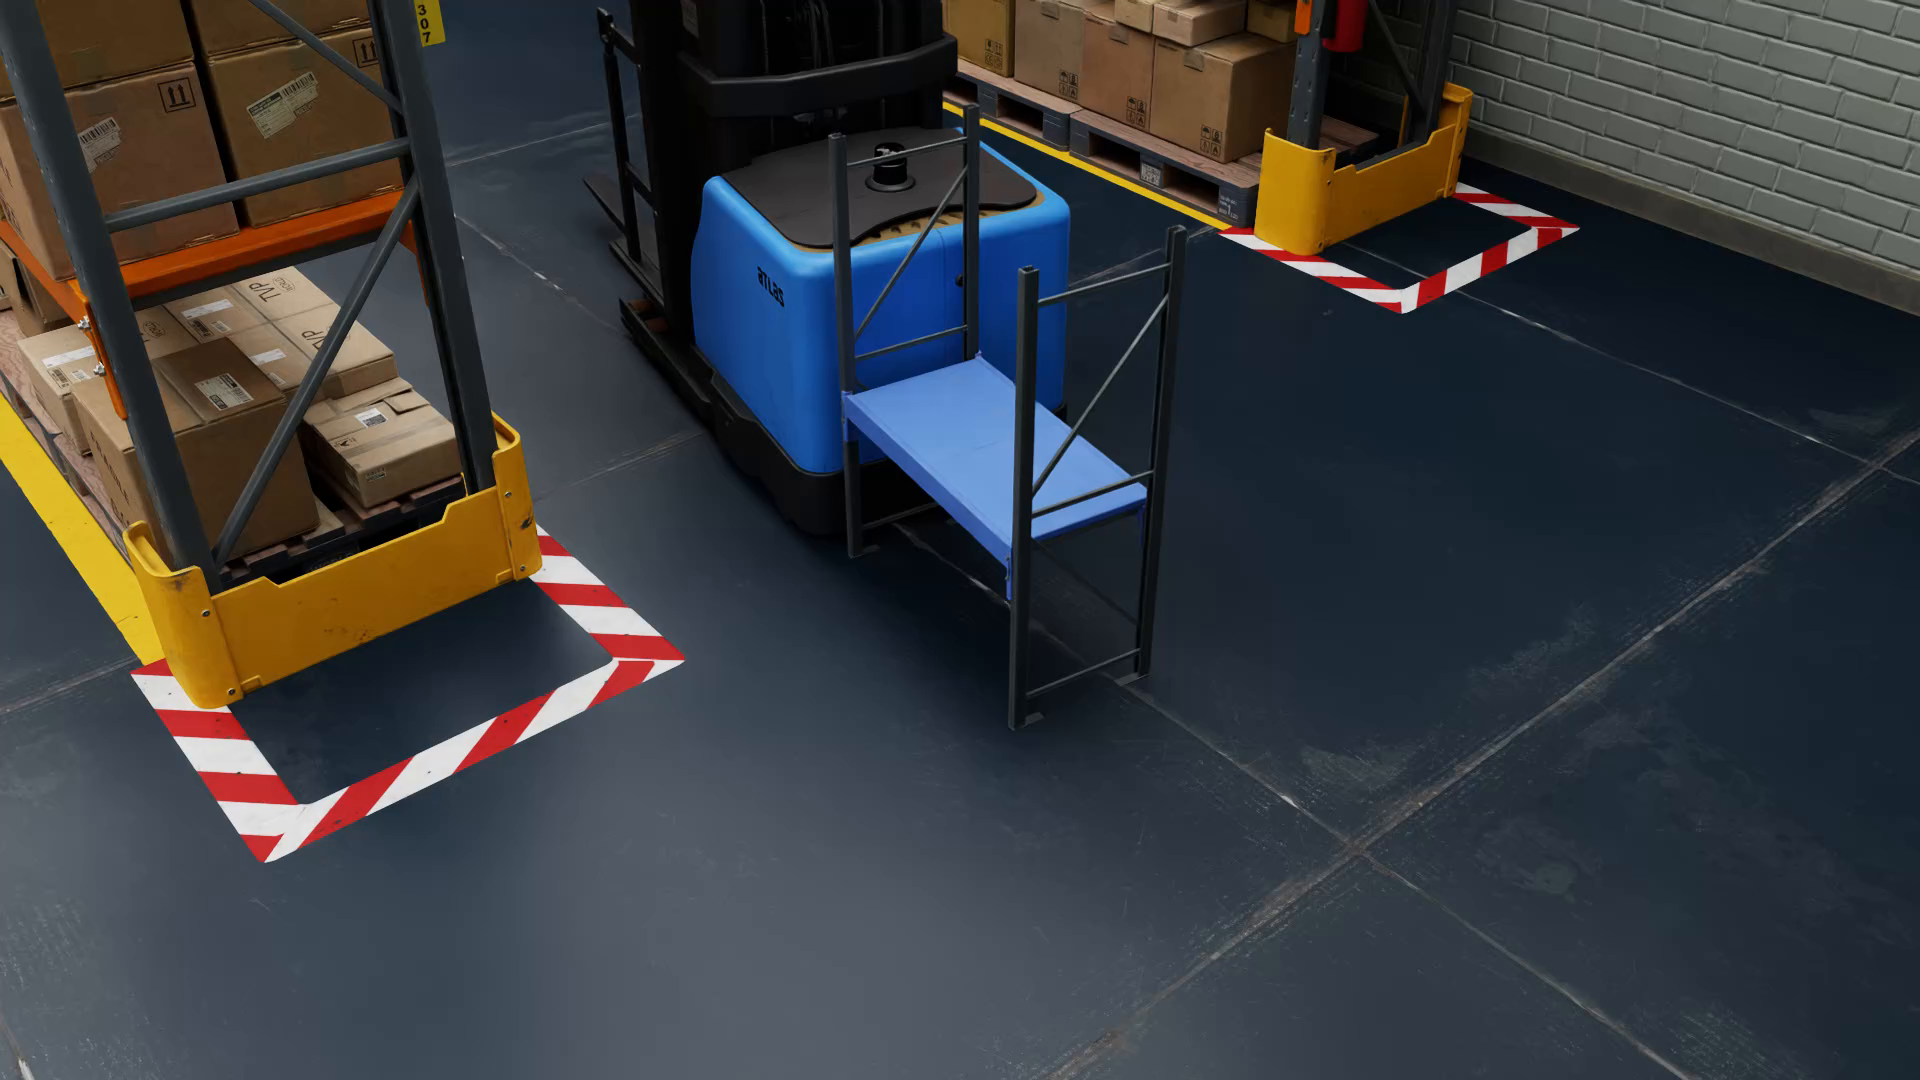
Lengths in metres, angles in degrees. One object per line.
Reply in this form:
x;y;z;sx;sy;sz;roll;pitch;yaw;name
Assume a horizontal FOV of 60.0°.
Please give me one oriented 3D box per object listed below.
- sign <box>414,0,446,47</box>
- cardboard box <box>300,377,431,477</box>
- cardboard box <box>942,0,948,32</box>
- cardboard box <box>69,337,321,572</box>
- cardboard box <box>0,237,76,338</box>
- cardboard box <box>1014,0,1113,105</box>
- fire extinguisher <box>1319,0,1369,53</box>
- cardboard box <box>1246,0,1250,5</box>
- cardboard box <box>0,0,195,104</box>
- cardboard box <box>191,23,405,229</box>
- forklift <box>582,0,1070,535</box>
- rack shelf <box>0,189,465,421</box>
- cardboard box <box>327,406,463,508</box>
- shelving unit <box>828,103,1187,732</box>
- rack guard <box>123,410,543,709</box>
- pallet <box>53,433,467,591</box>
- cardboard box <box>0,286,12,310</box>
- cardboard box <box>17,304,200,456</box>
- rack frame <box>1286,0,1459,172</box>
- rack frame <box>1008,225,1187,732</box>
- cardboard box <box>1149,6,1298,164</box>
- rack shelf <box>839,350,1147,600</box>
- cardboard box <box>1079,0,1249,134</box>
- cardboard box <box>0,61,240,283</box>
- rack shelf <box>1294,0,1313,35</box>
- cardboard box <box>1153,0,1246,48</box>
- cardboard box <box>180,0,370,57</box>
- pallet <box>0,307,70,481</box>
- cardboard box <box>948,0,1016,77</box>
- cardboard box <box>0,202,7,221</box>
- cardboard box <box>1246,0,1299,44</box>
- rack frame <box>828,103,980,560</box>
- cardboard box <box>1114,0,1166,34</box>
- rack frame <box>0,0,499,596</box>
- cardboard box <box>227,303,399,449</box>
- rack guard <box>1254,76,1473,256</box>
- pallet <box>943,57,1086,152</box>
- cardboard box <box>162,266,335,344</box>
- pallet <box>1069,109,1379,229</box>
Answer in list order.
-1.480;-1.512;4.541;0.100;0.325;0.005;-26;43;-32;sign
-2.064;-0.403;5.795;0.380;0.166;0.250;-26;43;-32;cardboard box
0.032;-3.132;9.376;0.700;0.500;0.500;-26;43;-32;cardboard box
-2.434;-0.264;5.310;0.500;0.500;0.500;-26;43;-32;cardboard box
-3.260;-1.056;6.425;0.797;0.503;0.637;-26;43;-32;cardboard box
0.711;-2.672;8.726;0.700;0.500;0.500;-28;44;-33;cardboard box
1.632;-2.383;6.910;0.296;0.674;0.183;-26;43;-32;fire extinguisher
1.265;-2.736;8.257;0.380;0.149;0.250;-26;43;-32;cardboard box
-2.392;-1.499;4.320;0.500;0.500;0.500;-26;43;-32;cardboard box
-1.980;-1.292;4.892;0.500;0.500;0.500;-25;42;-31;cardboard box
-0.756;-2.047;6.105;1.130;2.935;3.031;-17;39;-23;forklift
-3.185;-1.546;5.960;1.077;0.370;4.000;-26;43;-32;rack shelf
-1.903;-0.286;5.644;0.380;0.149;0.250;-26;43;-32;cardboard box
0.102;-0.375;4.981;0.538;1.500;1.048;-19;40;-25;shelving unit
-1.944;0.030;5.275;1.175;0.500;0.348;-26;43;-32;rack guard
-2.459;-0.204;5.855;1.003;0.211;1.213;-26;43;-32;pallet
-3.805;-1.102;6.781;0.380;0.166;0.250;-26;43;-32;cardboard box
-3.024;-0.593;5.990;0.500;0.250;0.500;-26;43;-32;cardboard box
1.887;-2.806;7.117;1.000;3.000;0.127;-26;43;-32;rack frame
0.365;-0.123;4.626;0.500;1.500;0.032;-19;40;-25;rack frame
1.359;-2.229;8.101;0.700;0.500;0.500;-26;43;-32;cardboard box
0.102;-0.228;5.085;0.538;0.185;1.000;-19;40;-25;rack shelf
1.036;-2.450;8.413;0.700;0.500;0.500;-26;43;-32;cardboard box
-2.392;-1.094;4.612;0.500;0.500;0.500;-25;42;-30;cardboard box
0.596;-3.395;8.571;1.077;0.370;4.000;-26;43;-32;rack shelf
1.137;-2.482;7.898;0.380;0.149;0.250;-27;43;-32;cardboard box
-1.980;-1.700;4.603;0.500;0.500;0.500;-25;42;-30;cardboard box
-3.242;-0.742;6.616;1.003;0.211;1.213;-26;43;-32;pallet
0.361;-2.904;9.055;0.700;0.500;0.500;-25;42;-31;cardboard box
-2.729;-1.321;4.934;0.500;0.500;0.500;-26;43;-31;cardboard box
1.592;-2.513;7.941;0.380;0.149;0.250;-26;43;-31;cardboard box
-0.161;-0.626;5.336;0.500;1.500;0.032;-19;40;-25;rack frame
0.971;-2.595;8.057;0.380;0.149;0.250;-25;42;-31;cardboard box
-1.895;-0.957;4.506;1.000;3.000;0.127;-26;43;-32;rack frame
-2.352;-0.581;5.973;0.500;0.250;0.500;-26;43;-32;cardboard box
1.902;-1.775;7.824;1.175;0.500;0.348;-26;43;-32;rack guard
0.528;-2.530;9.140;1.003;0.211;1.213;-26;43;-32;pallet
-2.674;-0.802;6.285;0.500;0.250;0.500;-26;43;-32;cardboard box
1.311;-1.992;8.380;1.003;0.211;1.213;-26;43;-32;pallet
